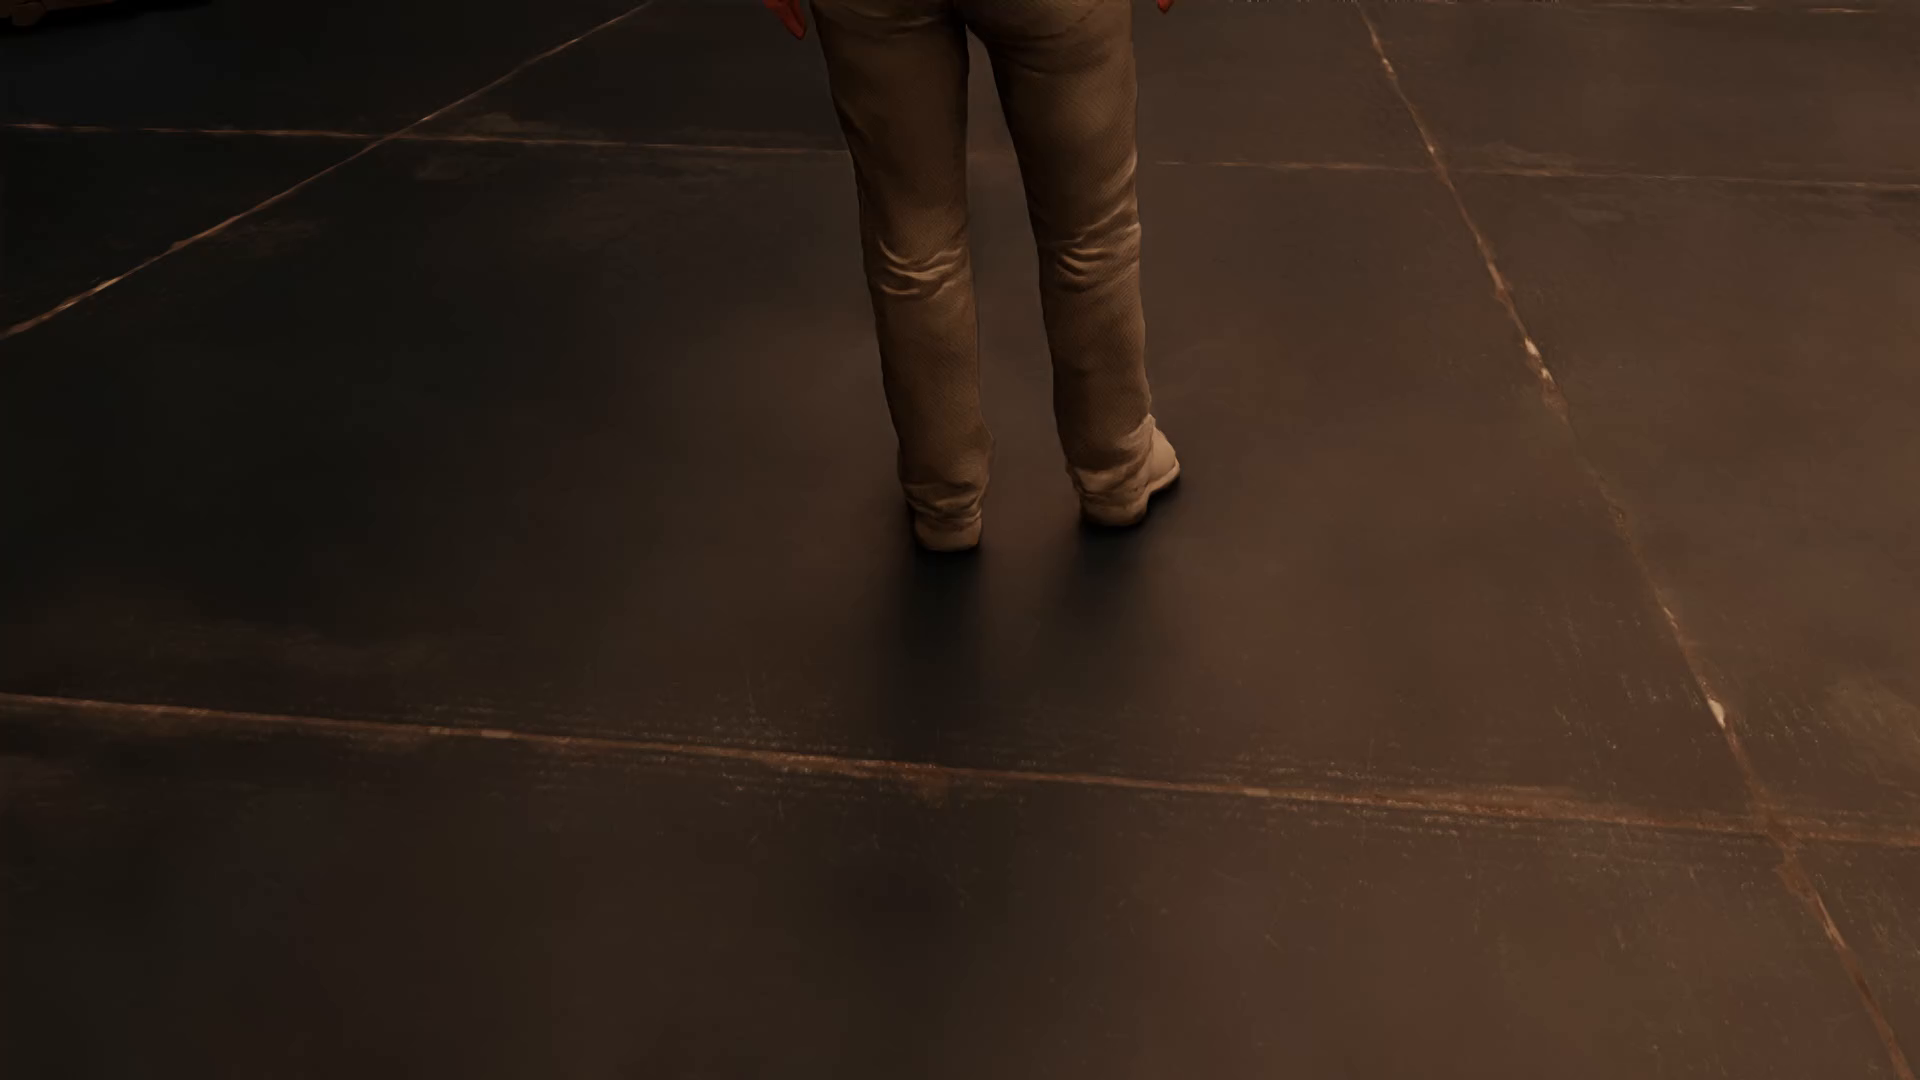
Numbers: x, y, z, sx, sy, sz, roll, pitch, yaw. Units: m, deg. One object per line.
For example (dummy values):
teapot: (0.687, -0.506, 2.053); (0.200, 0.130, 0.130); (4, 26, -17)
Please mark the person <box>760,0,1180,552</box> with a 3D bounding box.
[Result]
person: (0.016, -0.825, 2.156); (0.632, 1.768, 0.567); (3, 27, 7)
